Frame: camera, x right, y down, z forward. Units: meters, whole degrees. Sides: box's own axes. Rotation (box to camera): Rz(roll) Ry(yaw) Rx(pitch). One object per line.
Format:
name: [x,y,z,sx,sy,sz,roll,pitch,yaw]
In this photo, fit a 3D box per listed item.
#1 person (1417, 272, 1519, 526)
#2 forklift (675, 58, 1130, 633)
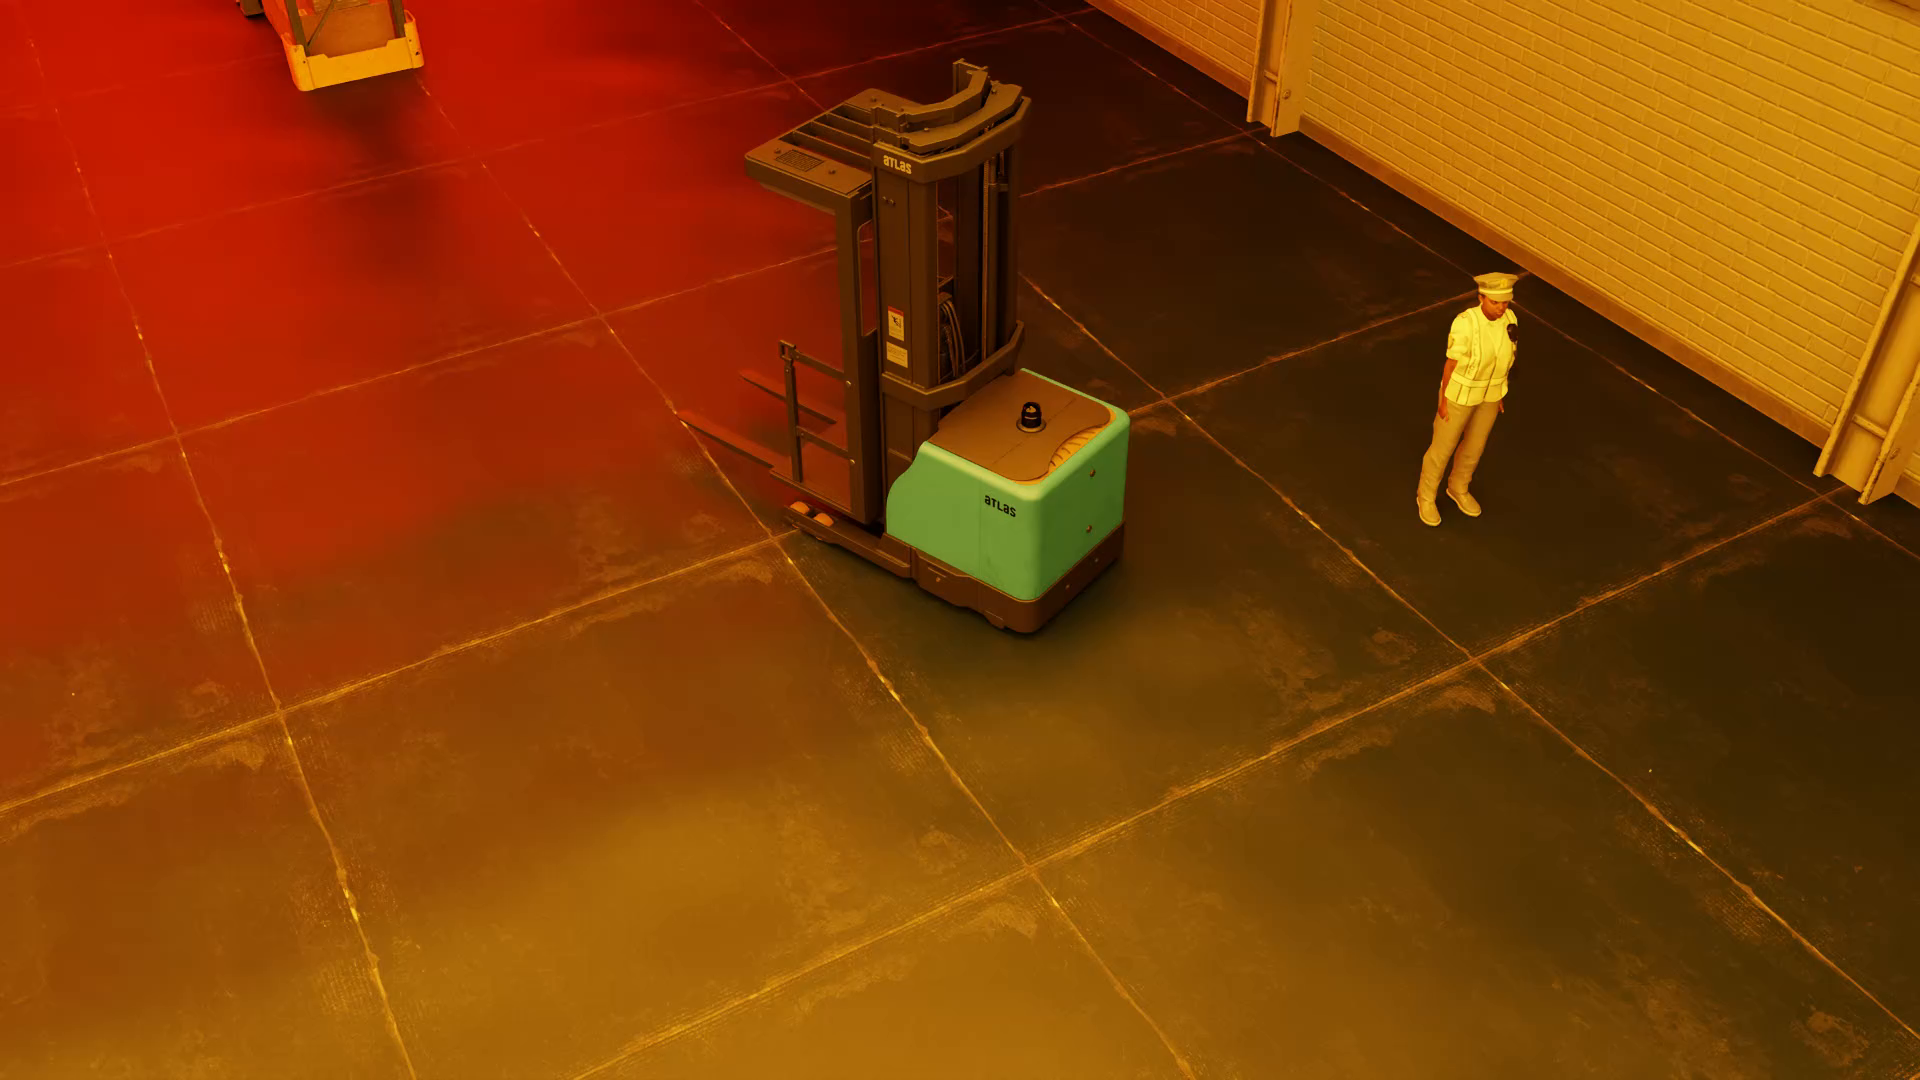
person: [3.096,-0.866,10.055,0.444,1.695,0.353,-10,41,-12]
forklift: [-0.481,-1.366,9.683,3.031,2.935,1.130,26,46,28]
